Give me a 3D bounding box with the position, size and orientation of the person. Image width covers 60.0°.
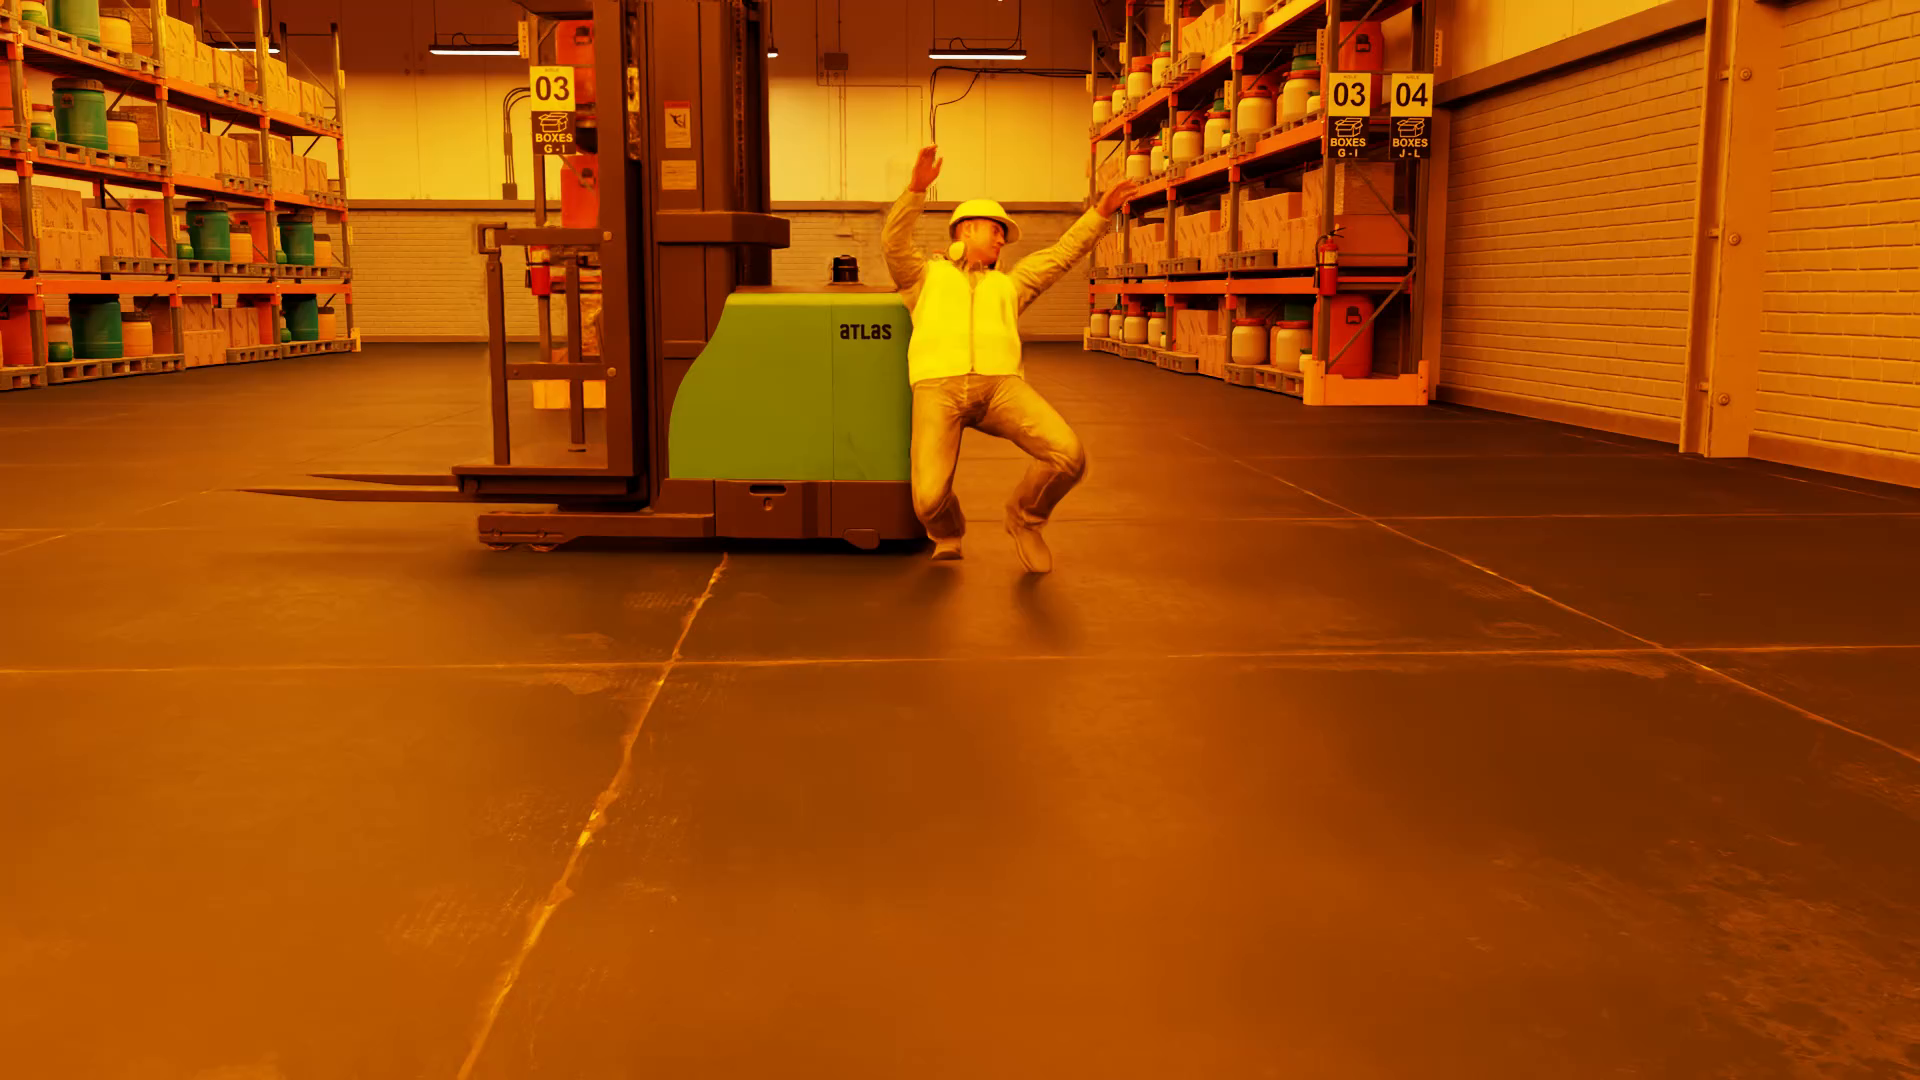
[{"bbox_3d":[0.199,-0.676,6.430,1.008,1.626,0.818,-1,9,-9],"label":"person"}]

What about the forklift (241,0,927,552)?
[{"bbox_3d":[-1.609,-1.477,7.278,3.031,2.935,1.130,1,8,5],"label":"forklift"}]
